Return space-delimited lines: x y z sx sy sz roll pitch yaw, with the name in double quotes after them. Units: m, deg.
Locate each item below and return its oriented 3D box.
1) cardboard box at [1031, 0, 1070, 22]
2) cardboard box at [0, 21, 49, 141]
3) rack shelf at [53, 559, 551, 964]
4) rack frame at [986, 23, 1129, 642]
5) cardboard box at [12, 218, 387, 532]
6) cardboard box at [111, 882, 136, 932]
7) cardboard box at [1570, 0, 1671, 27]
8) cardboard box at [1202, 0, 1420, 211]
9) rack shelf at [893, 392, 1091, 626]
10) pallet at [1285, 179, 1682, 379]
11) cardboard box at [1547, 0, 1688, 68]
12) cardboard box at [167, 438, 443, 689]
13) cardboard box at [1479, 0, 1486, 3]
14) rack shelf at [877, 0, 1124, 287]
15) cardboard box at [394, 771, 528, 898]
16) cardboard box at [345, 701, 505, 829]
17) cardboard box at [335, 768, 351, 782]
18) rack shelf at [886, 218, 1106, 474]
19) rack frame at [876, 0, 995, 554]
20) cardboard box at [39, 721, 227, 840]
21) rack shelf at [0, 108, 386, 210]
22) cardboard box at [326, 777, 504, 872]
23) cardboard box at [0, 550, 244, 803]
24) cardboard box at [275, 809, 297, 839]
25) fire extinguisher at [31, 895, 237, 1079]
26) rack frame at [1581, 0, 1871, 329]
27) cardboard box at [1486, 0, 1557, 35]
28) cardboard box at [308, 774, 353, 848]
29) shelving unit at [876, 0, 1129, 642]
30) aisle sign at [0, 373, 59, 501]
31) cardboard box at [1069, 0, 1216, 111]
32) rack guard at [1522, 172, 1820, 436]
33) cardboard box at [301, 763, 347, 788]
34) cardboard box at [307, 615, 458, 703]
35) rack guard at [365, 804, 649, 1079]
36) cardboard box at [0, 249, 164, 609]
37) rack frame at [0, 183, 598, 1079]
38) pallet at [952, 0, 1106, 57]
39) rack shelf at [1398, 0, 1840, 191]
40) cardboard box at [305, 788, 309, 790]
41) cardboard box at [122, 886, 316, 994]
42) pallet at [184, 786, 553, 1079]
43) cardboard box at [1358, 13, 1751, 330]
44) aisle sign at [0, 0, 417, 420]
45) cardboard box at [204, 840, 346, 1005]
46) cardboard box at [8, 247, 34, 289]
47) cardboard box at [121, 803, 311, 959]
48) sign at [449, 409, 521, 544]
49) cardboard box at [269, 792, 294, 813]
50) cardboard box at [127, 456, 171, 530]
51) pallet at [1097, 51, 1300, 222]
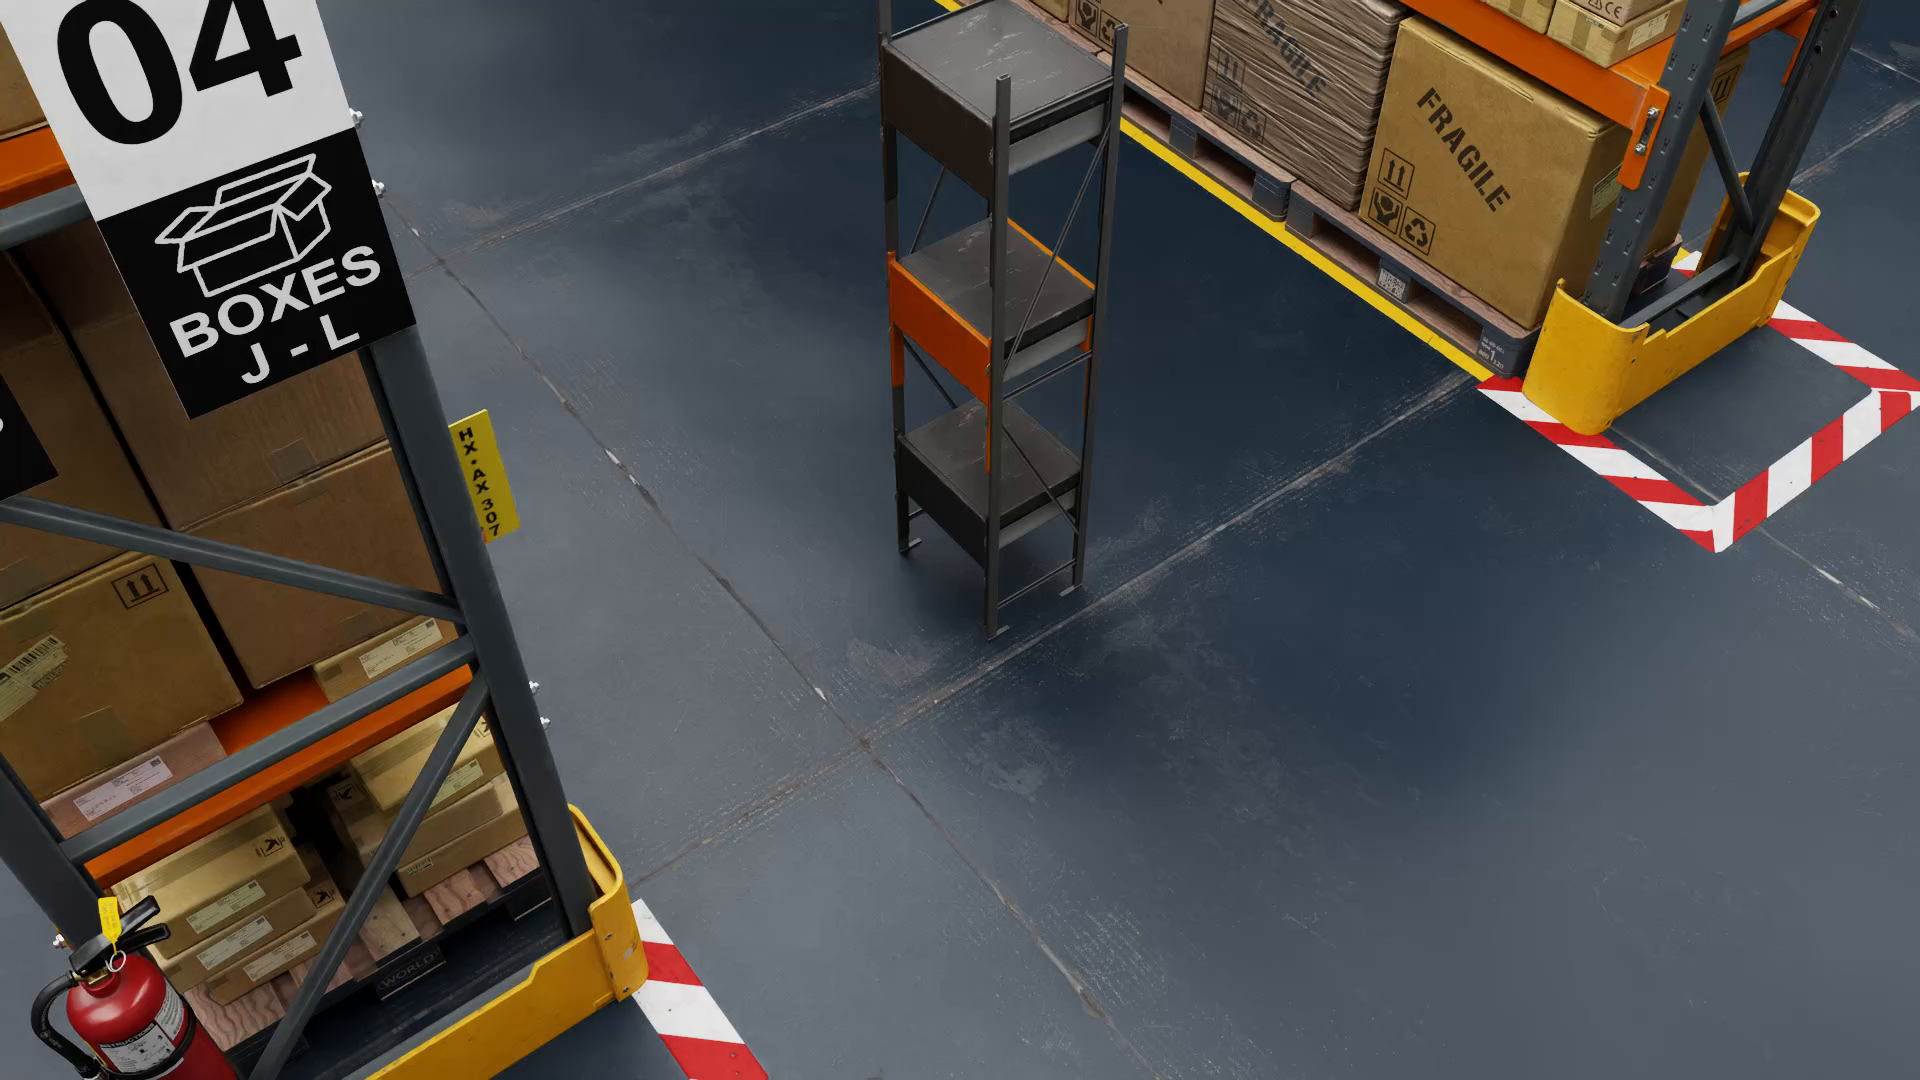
0.556 -3.108 7.693 0.875 0.875 0.875 -29 54 -24 "cardboard box"
-1.435 -0.918 2.634 0.500 0.250 0.500 -28 53 -23 "cardboard box"
-2.578 -0.519 4.681 1.077 0.370 4.000 -29 54 -24 "rack shelf"
0.248 -0.464 4.753 0.400 2.100 0.015 -29 54 -24 "rack frame"
-1.428 -0.435 3.176 0.500 0.500 0.500 -30 54 -24 "cardboard box"
-2.088 0.912 4.539 0.380 0.149 0.250 -28 54 -23 "cardboard box"
2.137 -1.963 5.405 0.500 0.250 0.500 -30 55 -25 "cardboard box"
1.639 -2.052 6.737 0.875 0.875 0.875 -29 54 -24 "cardboard box"
0.100 -0.128 5.412 0.431 0.518 0.480 -29 54 -24 "rack shelf"
2.095 -1.247 6.738 1.003 0.211 1.213 -29 54 -24 "pallet"
2.164 -1.725 5.458 0.380 0.149 0.250 -28 54 -23 "cardboard box"
-1.419 -0.104 3.551 0.500 0.500 0.500 -27 53 -22 "cardboard box"
1.853 -2.026 5.732 0.380 0.149 0.250 -29 54 -24 "cardboard box"
0.100 -1.069 4.375 0.431 0.518 0.480 -29 54 -24 "rack shelf"
-1.429 0.783 4.657 0.380 0.149 0.250 -28 54 -23 "cardboard box"
-1.414 0.574 4.444 0.380 0.149 0.250 -32 55 -26 "cardboard box"
-1.601 0.524 4.690 0.380 0.149 0.250 -30 54 -24 "cardboard box"
0.100 -0.598 4.894 0.431 0.518 0.480 -29 54 -24 "rack shelf"
-0.048 -0.752 5.014 0.400 2.100 0.015 -29 54 -24 "rack frame"
-1.789 0.437 3.498 0.380 0.149 0.250 -29 54 -24 "cardboard box"
-2.578 -1.527 3.570 1.077 0.370 4.000 -29 54 -24 "rack shelf"
-1.480 0.711 4.521 0.380 0.149 0.250 -27 53 -23 "cardboard box"
-1.844 0.136 3.334 0.500 0.500 0.500 -28 54 -23 "cardboard box"
-2.029 0.774 4.464 0.380 0.149 0.250 -31 55 -25 "cardboard box"
-1.582 0.925 3.190 0.296 0.674 0.183 -29 54 -24 "fire extinguisher"
2.642 -1.747 5.309 1.000 3.000 0.127 -29 54 -24 "rack frame"
2.005 -1.877 5.597 0.380 0.149 0.250 -29 54 -24 "cardboard box"
-1.653 0.665 4.763 0.380 0.149 0.250 -30 54 -24 "cardboard box"
0.100 -0.608 4.884 0.431 2.100 0.503 -29 54 -24 "shelving unit"
-1.562 -0.277 2.222 0.394 0.787 0.004 -29 54 -24 "aisle sign"
1.101 -2.577 7.212 0.875 0.875 0.875 -29 54 -24 "cardboard box"
2.656 -0.893 6.222 1.175 0.500 0.348 -29 54 -24 "rack guard"
-1.676 0.465 4.543 0.380 0.149 0.250 -28 54 -23 "cardboard box"
-1.302 0.165 3.745 0.380 0.149 0.250 -30 54 -24 "cardboard box"
-1.413 1.213 4.313 1.175 0.500 0.348 -29 54 -24 "rack guard"
-1.842 -0.209 2.972 0.500 0.500 0.500 -30 55 -25 "cardboard box"
-1.367 0.419 3.346 1.000 3.000 0.127 -29 54 -24 "rack frame"
0.618 -2.685 8.042 1.003 0.211 1.213 -29 54 -24 "pallet"
1.431 -2.684 6.645 1.077 0.370 4.000 -29 54 -24 "rack shelf"
-1.809 0.522 4.893 0.380 0.149 0.250 -29 54 -24 "cardboard box"
-1.914 0.952 4.302 0.380 0.149 0.250 -31 55 -25 "cardboard box"
-1.877 0.815 4.868 1.003 0.211 1.213 -29 54 -24 "pallet"
2.190 -1.516 6.250 0.875 0.875 0.875 -29 54 -24 "cardboard box"
-1.084 -0.546 2.466 0.394 0.787 0.004 -29 54 -24 "aisle sign"
-1.852 1.018 4.443 0.380 0.149 0.250 -29 54 -23 "cardboard box"
-1.738 -0.729 3.443 0.500 0.500 0.500 -28 54 -23 "cardboard box"
-1.889 0.837 4.206 0.380 0.149 0.250 -29 54 -24 "cardboard box"
-0.935 -0.116 3.246 0.100 0.325 0.005 -29 54 -24 "sign"
-1.996 0.663 4.364 0.380 0.149 0.250 -28 54 -23 "cardboard box"
-1.763 -0.408 3.827 0.500 0.500 0.500 -29 54 -24 "cardboard box"
1.361 -1.965 7.389 1.003 0.211 1.213 -29 54 -24 "pallet"
